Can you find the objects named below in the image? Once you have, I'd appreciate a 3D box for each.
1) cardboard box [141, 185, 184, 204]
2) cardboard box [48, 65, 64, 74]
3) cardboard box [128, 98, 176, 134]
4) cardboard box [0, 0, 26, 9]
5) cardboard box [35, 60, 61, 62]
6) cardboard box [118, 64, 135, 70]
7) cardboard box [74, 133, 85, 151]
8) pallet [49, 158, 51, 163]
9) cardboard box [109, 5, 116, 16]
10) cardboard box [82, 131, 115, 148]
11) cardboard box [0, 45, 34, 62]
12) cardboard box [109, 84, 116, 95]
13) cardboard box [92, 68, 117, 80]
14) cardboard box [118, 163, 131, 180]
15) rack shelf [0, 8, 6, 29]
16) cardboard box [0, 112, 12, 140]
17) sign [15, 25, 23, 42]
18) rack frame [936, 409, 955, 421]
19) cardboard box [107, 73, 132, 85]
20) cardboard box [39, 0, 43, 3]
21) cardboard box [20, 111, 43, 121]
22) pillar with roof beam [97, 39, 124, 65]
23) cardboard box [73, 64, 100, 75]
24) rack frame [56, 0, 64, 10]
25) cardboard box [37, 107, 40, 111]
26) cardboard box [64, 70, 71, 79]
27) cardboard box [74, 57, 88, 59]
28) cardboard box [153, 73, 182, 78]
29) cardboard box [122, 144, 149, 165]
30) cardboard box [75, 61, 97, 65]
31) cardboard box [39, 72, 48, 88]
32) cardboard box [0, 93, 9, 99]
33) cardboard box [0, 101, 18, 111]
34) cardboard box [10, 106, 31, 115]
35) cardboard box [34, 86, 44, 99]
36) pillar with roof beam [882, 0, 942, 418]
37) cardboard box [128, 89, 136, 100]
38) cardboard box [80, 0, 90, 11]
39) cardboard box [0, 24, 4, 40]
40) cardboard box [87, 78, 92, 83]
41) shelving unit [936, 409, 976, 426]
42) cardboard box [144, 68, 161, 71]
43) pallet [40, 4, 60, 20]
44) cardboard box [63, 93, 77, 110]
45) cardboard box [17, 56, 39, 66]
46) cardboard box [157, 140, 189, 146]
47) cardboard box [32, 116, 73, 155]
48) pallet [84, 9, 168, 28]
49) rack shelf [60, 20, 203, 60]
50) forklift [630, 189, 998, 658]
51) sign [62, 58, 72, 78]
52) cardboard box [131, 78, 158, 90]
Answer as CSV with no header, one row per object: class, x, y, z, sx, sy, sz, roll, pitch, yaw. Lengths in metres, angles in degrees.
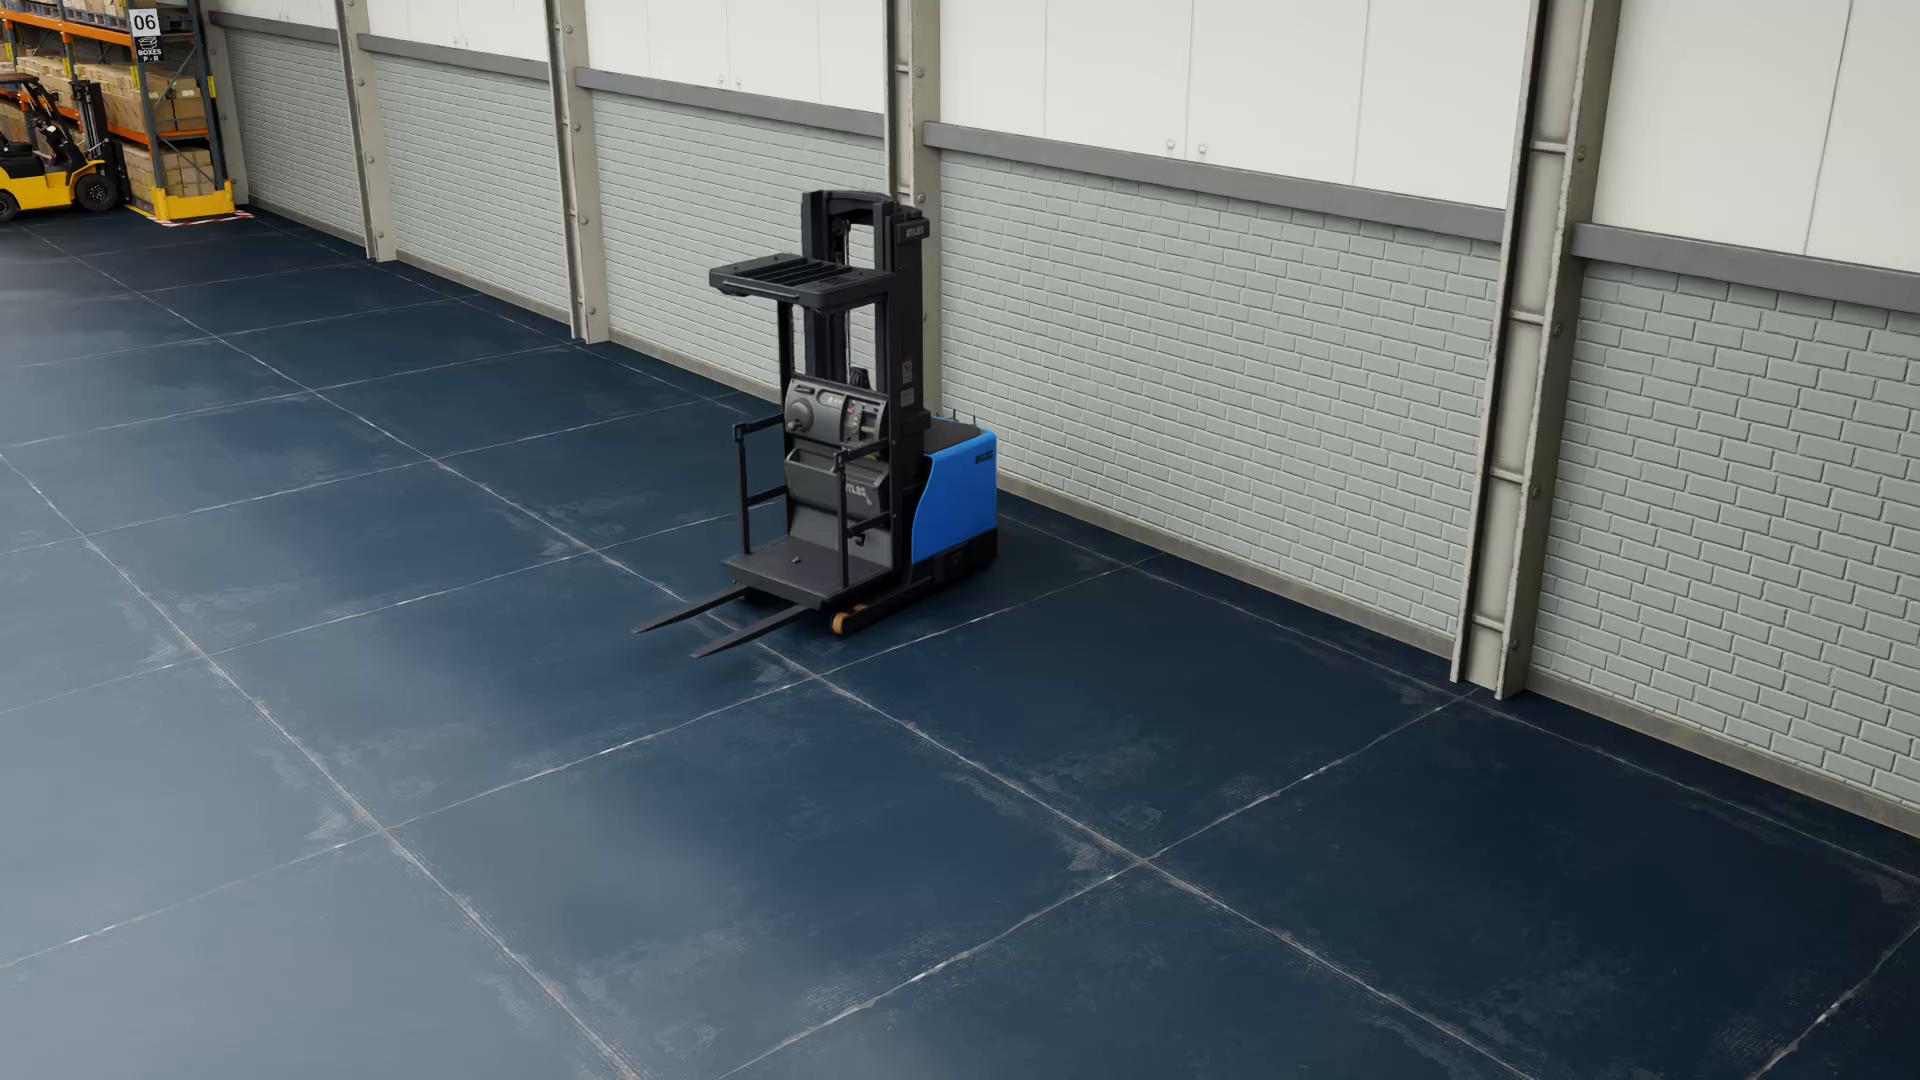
cardboard box,-12.930,-5.638,26.959,0.500,0.250,0.500,-17,27,-37
cardboard box,-16.242,-8.509,30.069,0.380,0.149,0.250,-17,27,-37
cardboard box,-12.904,-6.788,26.564,0.500,0.500,0.500,-18,28,-39
cardboard box,-18.125,-10.289,31.733,0.500,0.250,0.500,-19,28,-39
cardboard box,-16.892,-8.799,30.809,0.380,0.149,0.250,-17,27,-37
cardboard box,-14.242,-8.095,28.603,0.380,0.149,0.250,-18,28,-38
cardboard box,-15.344,-7.004,29.934,0.875,0.625,0.625,-16,26,-35
pallet,-16.306,-7.006,31.082,1.003,0.211,1.213,-17,27,-37
cardboard box,-13.155,-8.346,26.199,0.380,0.149,0.250,-18,28,-39
cardboard box,-14.917,-6.945,28.927,0.500,0.250,0.500,-18,28,-38
cardboard box,-18.811,-9.529,32.982,0.797,0.503,0.637,-18,28,-39
cardboard box,-13.678,-7.394,27.222,0.380,0.149,0.250,-17,27,-37
cardboard box,-14.319,-7.821,27.906,0.380,0.149,0.250,-18,28,-38
cardboard box,-13.610,-6.155,27.594,0.500,0.250,0.500,-18,28,-39
rack shelf,-18.911,-10.492,33.033,1.077,0.370,4.000,-17,27,-37
cardboard box,-19.060,-8.399,33.667,0.500,0.500,0.500,-19,28,-39
sign,-19.799,-10.655,34.988,0.100,0.325,0.005,-17,27,-37
rack frame,-0.115,-0.537,13.416,0.200,1.050,0.008,-17,27,-37
cardboard box,-13.686,-7.532,27.168,0.380,0.149,0.250,-17,27,-36
cardboard box,-15.943,-9.526,29.211,0.380,0.149,0.250,-18,27,-38
cardboard box,-18.120,-8.288,32.493,0.380,0.149,0.250,-19,28,-40
pillar with roof beam,-19.333,-10.501,27.955,9.100,9.000,0.400,-17,27,-37
cardboard box,-15.012,-8.101,28.620,0.380,0.149,0.250,-17,27,-36
rack frame,-14.995,-10.566,28.122,1.000,3.000,0.127,-17,27,-37
cardboard box,-18.400,-8.717,33.590,0.380,0.149,0.250,-18,28,-39
cardboard box,-15.568,-8.230,29.357,0.380,0.149,0.250,-18,28,-38
cardboard box,-16.649,-9.002,31.328,0.380,0.149,0.250,-18,28,-38
cardboard box,-12.920,-7.520,27.137,0.380,0.149,0.250,-17,27,-37
cardboard box,-13.595,-6.378,27.479,0.500,0.250,0.500,-17,27,-37
cardboard box,-16.022,-8.702,30.562,0.380,0.149,0.250,-17,27,-37
cardboard box,-16.495,-8.438,30.434,0.500,0.250,0.500,-17,27,-37
cardboard box,-19.978,-9.232,34.497,0.380,0.149,0.250,-19,28,-40
cardboard box,-19.445,-8.878,33.999,0.380,0.149,0.250,-18,27,-38
cardboard box,-18.761,-8.592,33.269,0.380,0.149,0.250,-18,28,-38
cardboard box,-16.835,-8.347,30.887,0.500,0.250,0.500,-19,28,-39
pillar with roof beam,-3.667,-3.870,11.026,9.100,9.000,0.400,-17,27,-37
cardboard box,-13.012,-7.109,26.495,0.380,0.149,0.250,-17,27,-37
cardboard box,-14.256,-8.867,27.367,0.396,0.266,0.258,-18,28,-39
cardboard box,-20.987,-10.876,35.908,0.500,0.500,0.500,-18,28,-39
cardboard box,-14.520,-7.748,28.127,0.380,0.149,0.250,-17,27,-36
shelving unit,-0.035,-0.504,13.330,0.215,1.050,0.252,-17,27,-37
cardboard box,-13.604,-7.805,27.863,0.380,0.149,0.250,-16,27,-36
pallet,-15.580,-9.321,29.318,0.805,0.209,1.217,-19,28,-39
cardboard box,-15.522,-7.780,29.440,0.500,0.250,0.500,-17,27,-36
cardboard box,-17.621,-9.068,31.498,0.380,0.149,0.250,-16,27,-36
cardboard box,-13.201,-6.504,27.801,0.500,0.250,0.500,-18,27,-38
cardboard box,-17.209,-7.792,31.946,0.875,0.625,0.625,-16,27,-36
pallet,-13.626,-8.562,27.239,1.003,0.211,1.213,-17,27,-37
rack shelf,-13.689,-8.282,27.390,1.077,0.370,4.000,-17,27,-37
forklift,-1.028,-0.891,11.741,1.130,2.935,3.031,17,27,36
sign,-15.400,-8.143,28.683,0.100,0.325,0.005,-17,27,-37
cardboard box,-12.962,-7.264,26.484,0.380,0.149,0.250,-17,27,-37
